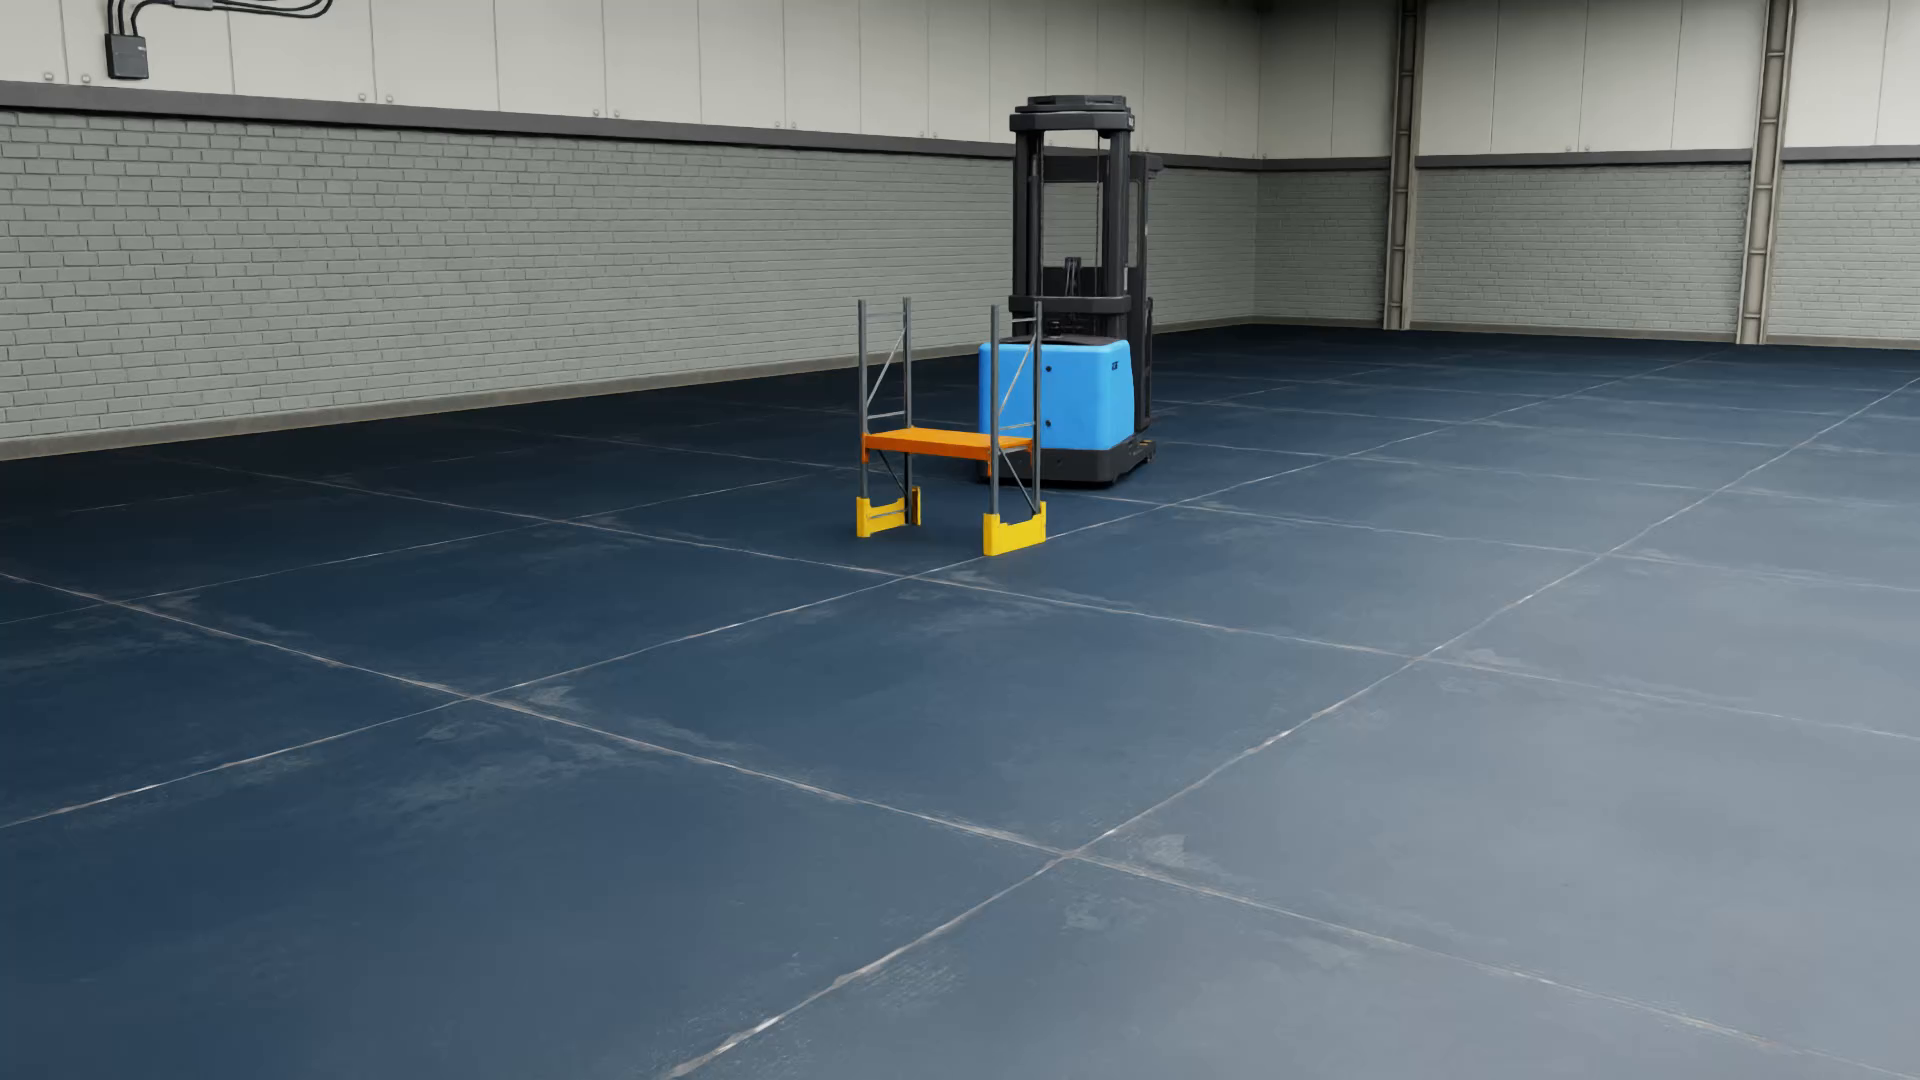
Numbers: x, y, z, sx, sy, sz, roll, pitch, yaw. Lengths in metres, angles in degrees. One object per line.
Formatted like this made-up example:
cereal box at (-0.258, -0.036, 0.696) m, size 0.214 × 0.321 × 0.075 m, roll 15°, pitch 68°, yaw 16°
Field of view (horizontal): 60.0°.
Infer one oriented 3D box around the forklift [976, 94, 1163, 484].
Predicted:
forklift at (1.032, -2.100, 13.669) m, size 1.130 × 2.935 × 3.031 m, roll 3°, pitch 11°, yaw 16°

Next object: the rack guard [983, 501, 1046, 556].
rack guard at (0.340, -0.075, 10.261) m, size 0.087 × 0.250 × 0.587 m, roll 8°, pitch 13°, yaw 36°

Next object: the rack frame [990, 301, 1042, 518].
rack frame at (0.341, -0.689, 10.141) m, size 0.032 × 1.500 × 0.500 m, roll 8°, pitch 13°, yaw 36°

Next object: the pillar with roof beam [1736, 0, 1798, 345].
pillar with roof beam at (10.289, -6.943, 22.729) m, size 0.400 × 9.000 × 9.100 m, roll 8°, pitch 13°, yaw 36°

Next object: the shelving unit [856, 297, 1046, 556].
shelving unit at (-0.061, -0.745, 10.432) m, size 1.083 × 1.500 × 0.587 m, roll 8°, pitch 13°, yaw 36°

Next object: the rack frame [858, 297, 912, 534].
rack frame at (-0.478, -0.803, 10.732) m, size 0.032 × 1.500 × 0.500 m, roll 8°, pitch 13°, yaw 36°

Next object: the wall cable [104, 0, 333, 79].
wall cable at (-6.604, -7.110, 14.634) m, size 0.169 × 6.003 × 2.305 m, roll 8°, pitch 13°, yaw 36°

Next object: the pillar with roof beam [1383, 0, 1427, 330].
pillar with roof beam at (5.453, -7.618, 26.216) m, size 0.400 × 9.000 × 9.100 m, roll 8°, pitch 13°, yaw 36°

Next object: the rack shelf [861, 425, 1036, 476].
rack shelf at (-0.069, -0.569, 10.471) m, size 1.000 × 0.185 × 0.538 m, roll 8°, pitch 13°, yaw 36°

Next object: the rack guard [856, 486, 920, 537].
rack guard at (-0.463, -0.187, 10.840) m, size 0.087 × 0.250 × 0.587 m, roll 8°, pitch 13°, yaw 36°
